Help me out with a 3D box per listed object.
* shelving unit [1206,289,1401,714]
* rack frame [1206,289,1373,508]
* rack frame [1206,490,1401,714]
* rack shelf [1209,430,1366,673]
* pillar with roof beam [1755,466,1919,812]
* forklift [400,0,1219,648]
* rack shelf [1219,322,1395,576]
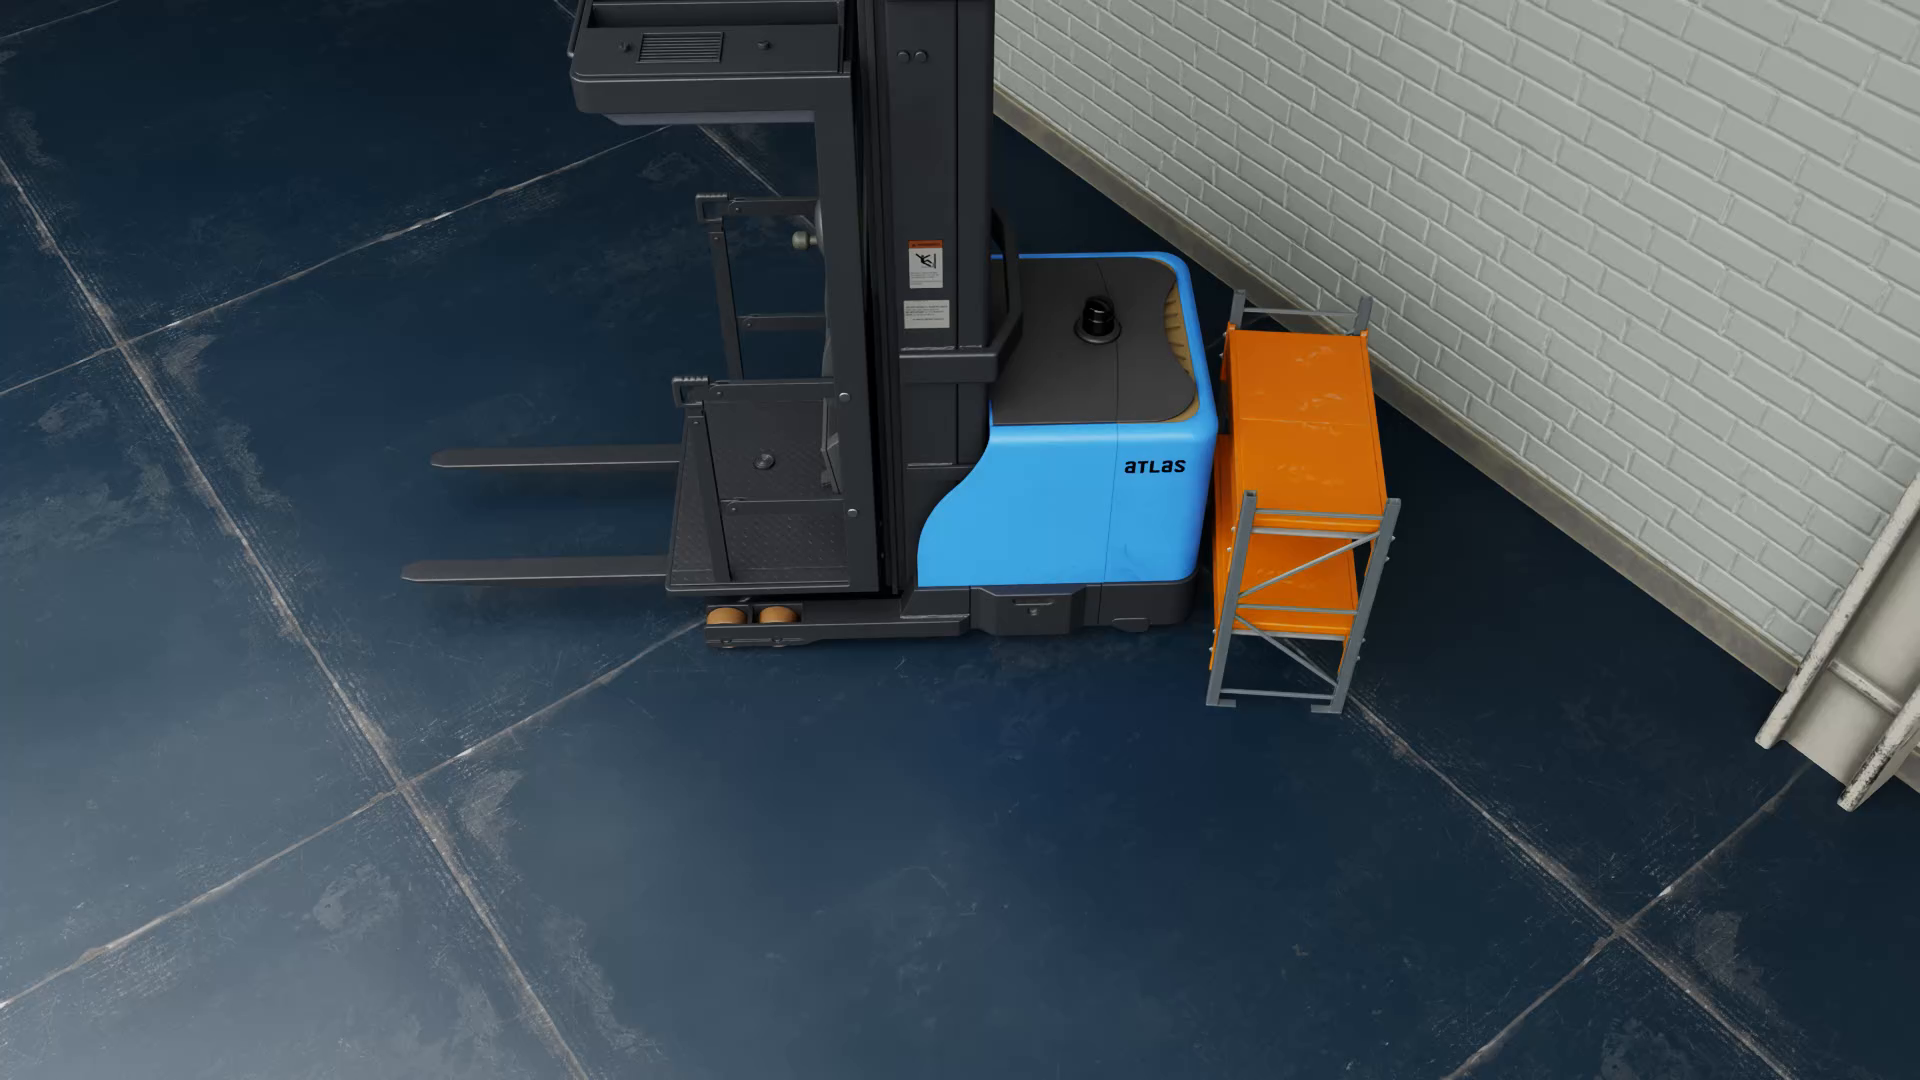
[{"bbox_3d":[1.206,-0.134,6.111,0.538,1.125,1.048,3,48,3],"label":"shelving unit"},{"bbox_3d":[1.246,-0.510,6.451,0.500,1.125,0.032,3,48,3],"label":"rack frame"},{"bbox_3d":[1.166,0.241,5.770,0.500,1.125,0.032,3,48,3],"label":"rack frame"},{"bbox_3d":[1.206,0.030,6.292,0.538,0.278,1.000,3,48,3],"label":"rack shelf"},{"bbox_3d":[-0.279,-0.313,0.958,9.100,9.000,0.400,-29,54,-24],"label":"pillar with roof beam"},{"bbox_3d":[-0.624,-0.971,5.651,3.031,2.935,1.130,-1,48,-1],"label":"forklift"},{"bbox_3d":[1.206,-0.331,5.894,0.538,0.278,1.000,3,48,3],"label":"rack shelf"}]
